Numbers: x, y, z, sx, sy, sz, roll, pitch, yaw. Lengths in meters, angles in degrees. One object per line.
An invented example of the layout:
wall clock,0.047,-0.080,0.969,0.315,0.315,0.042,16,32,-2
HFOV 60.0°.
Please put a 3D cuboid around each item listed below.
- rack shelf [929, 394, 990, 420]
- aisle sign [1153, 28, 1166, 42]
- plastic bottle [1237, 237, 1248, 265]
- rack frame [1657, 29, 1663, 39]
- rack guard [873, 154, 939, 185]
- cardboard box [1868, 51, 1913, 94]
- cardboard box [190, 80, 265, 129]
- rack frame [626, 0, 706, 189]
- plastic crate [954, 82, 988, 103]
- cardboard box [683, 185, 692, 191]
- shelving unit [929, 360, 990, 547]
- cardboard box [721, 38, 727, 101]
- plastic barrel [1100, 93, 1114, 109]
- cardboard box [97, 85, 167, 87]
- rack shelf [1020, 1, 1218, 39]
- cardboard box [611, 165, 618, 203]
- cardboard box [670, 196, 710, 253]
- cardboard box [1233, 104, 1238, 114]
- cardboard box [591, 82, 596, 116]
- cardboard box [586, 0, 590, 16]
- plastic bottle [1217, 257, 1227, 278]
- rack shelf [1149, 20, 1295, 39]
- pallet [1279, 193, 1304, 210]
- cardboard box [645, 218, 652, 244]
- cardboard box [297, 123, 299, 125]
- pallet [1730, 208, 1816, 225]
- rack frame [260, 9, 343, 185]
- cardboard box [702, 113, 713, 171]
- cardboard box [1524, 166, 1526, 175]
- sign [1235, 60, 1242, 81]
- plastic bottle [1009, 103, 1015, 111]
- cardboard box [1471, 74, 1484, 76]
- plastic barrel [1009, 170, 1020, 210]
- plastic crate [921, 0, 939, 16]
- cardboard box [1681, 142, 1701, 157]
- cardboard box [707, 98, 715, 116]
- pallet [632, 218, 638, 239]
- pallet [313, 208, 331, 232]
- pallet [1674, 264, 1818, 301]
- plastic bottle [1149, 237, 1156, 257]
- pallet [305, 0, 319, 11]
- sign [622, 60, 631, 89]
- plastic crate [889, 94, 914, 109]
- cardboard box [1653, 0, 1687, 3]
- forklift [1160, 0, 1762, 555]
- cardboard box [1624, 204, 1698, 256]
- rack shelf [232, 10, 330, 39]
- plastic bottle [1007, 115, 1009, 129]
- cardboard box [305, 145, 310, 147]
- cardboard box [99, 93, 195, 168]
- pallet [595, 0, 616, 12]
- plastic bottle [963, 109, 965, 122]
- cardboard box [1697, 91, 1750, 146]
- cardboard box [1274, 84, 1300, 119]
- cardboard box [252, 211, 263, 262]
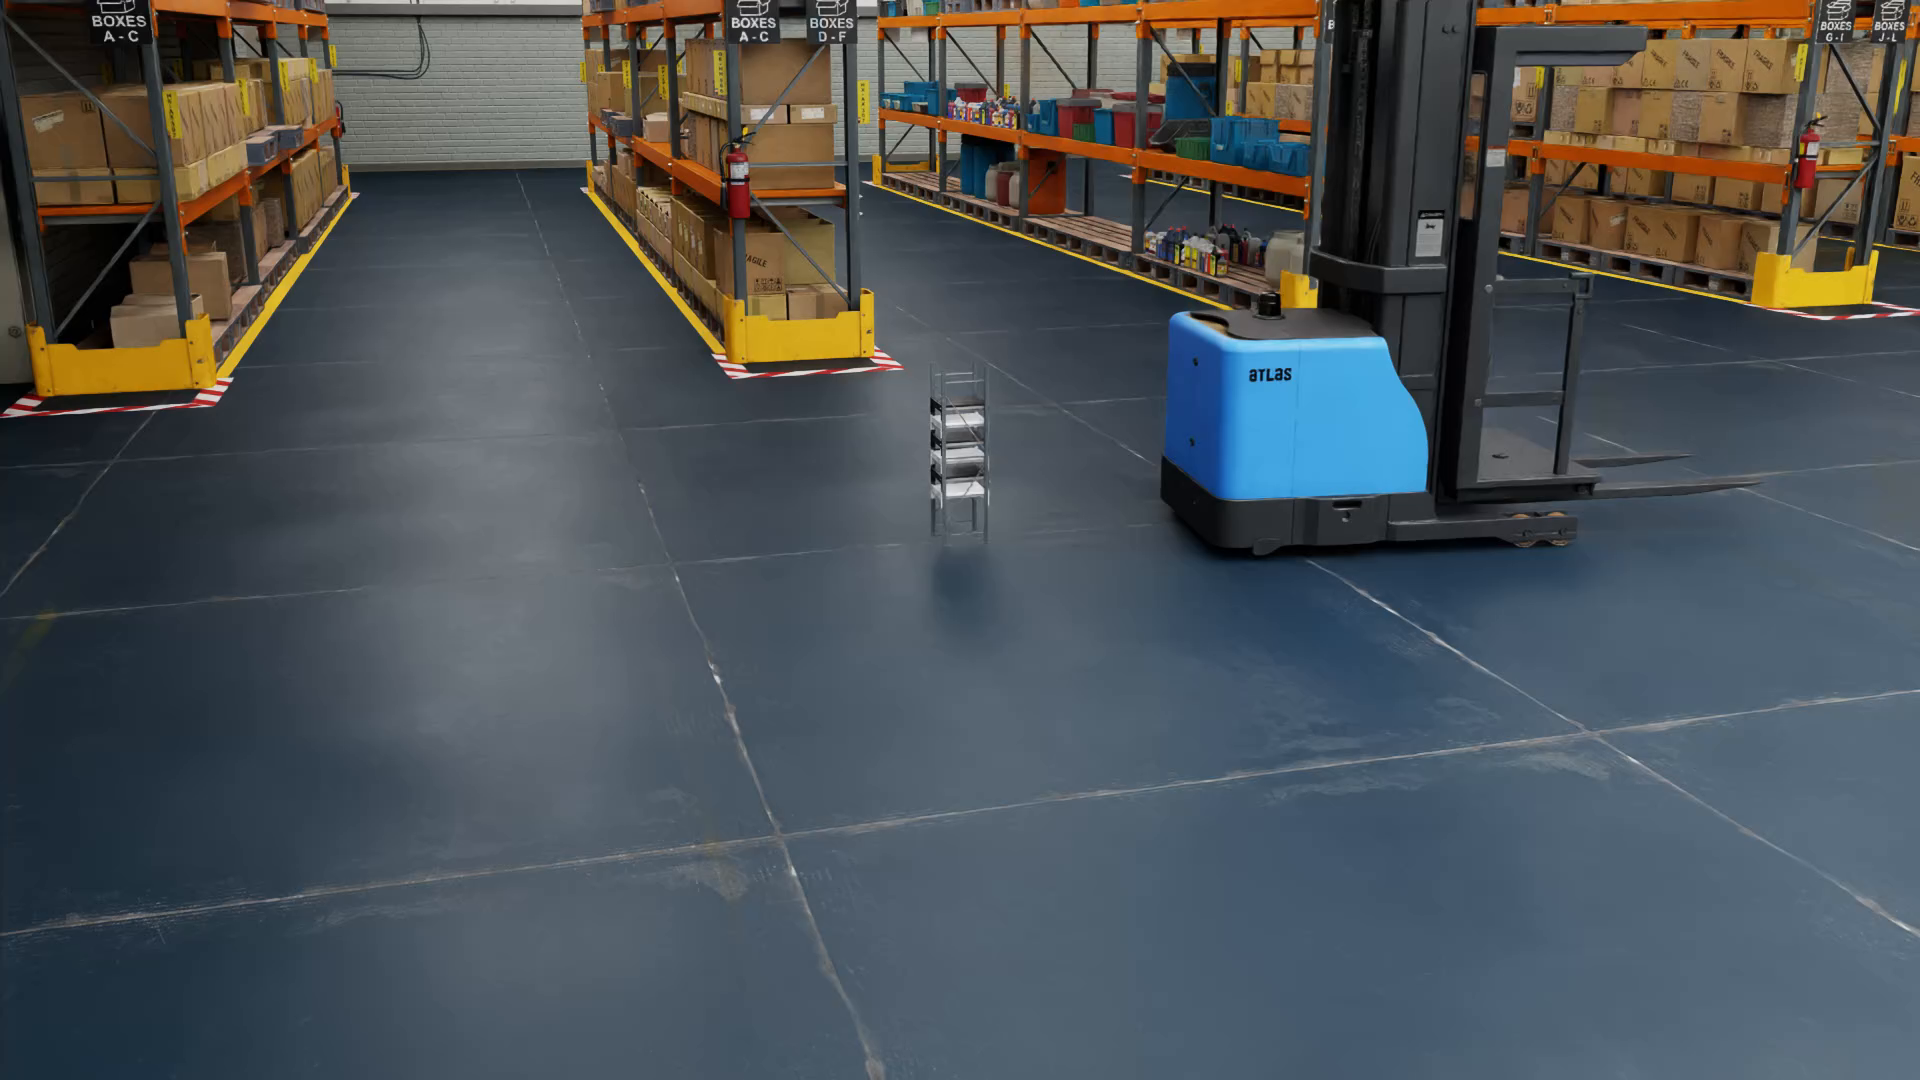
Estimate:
rack shelf,-0.002,-0.660,8.262,0.258,0.077,0.200,-5,17,-15
aisle sign,3.531,-9.368,29.906,0.394,0.787,0.004,-5,17,-15
plastic bottle,2.909,-2.974,17.096,0.061,0.283,0.133,-5,17,-15
rack frame,13.368,-8.910,32.901,1.000,3.000,0.127,-5,17,-15
rack guard,-0.942,-6.544,29.367,1.175,0.500,0.348,-5,17,-15
cardboard box,11.792,-5.835,20.752,0.700,0.500,0.500,-5,17,-16
cardboard box,-7.931,-4.716,17.999,0.700,0.500,0.500,-6,18,-20
rack frame,-3.488,-5.132,20.322,1.000,3.000,0.127,-5,17,-15
plastic crate,0.172,-6.955,26.176,0.402,0.464,0.583,-5,17,-15
cardboard box,-3.107,-4.159,20.159,0.500,0.311,0.500,-4,17,-14
shelving unit,-0.002,-0.433,8.330,0.258,0.900,0.210,-5,17,-15
cardboard box,-1.570,-3.878,13.719,0.700,0.500,0.500,-5,17,-17
plastic barrel,1.880,-5.192,20.327,0.421,0.512,0.421,0,17,0
cardboard box,-7.084,-3.640,14.277,0.500,0.500,0.500,-5,17,-16
rack shelf,1.825,-6.061,19.452,1.077,0.370,4.000,-5,17,-15
cardboard box,-4.689,-5.099,23.792,0.500,0.500,0.500,-6,18,-18
cardboard box,-2.562,-3.116,16.356,0.500,0.500,0.500,-5,17,-15
cardboard box,4.540,-6.958,26.840,0.380,0.149,0.250,-5,17,-15
cardboard box,-5.536,-6.967,26.260,0.500,0.500,0.500,-5,17,-15
cardboard box,-5.526,-8.270,25.815,0.500,0.250,0.500,-5,17,-15
plastic bottle,2.548,-2.653,16.170,0.097,0.201,0.097,0,17,0
rack shelf,4.389,-8.666,28.123,1.077,0.370,4.000,-5,17,-15
pallet,5.562,-5.139,25.194,1.003,0.211,1.213,-5,17,-15
cardboard box,-3.339,-3.566,19.158,0.500,0.250,0.500,-5,17,-17
cardboard box,-8.677,-5.309,21.313,0.380,0.149,0.250,-5,17,-17
pallet,11.311,-4.382,22.672,1.003,0.211,1.213,-5,17,-15
rack frame,-10.448,-6.952,26.381,1.000,3.000,0.127,-5,17,-15
cardboard box,-1.975,-3.666,15.270,0.700,0.500,0.500,-4,17,-14
cardboard box,9.944,-6.346,28.591,0.380,0.149,0.250,-5,18,-18
sign,4.406,-7.428,26.326,0.100,0.325,0.005,-5,17,-15
plastic bottle,0.757,-6.191,24.071,0.097,0.271,0.097,0,17,0
cardboard box,6.474,-5.870,21.876,0.700,0.500,0.500,-2,17,-7
plastic barrel,0.884,-4.815,22.862,0.421,0.512,0.421,0,17,0
plastic crate,-0.381,-8.212,25.652,0.416,0.233,0.300,-5,17,-15
cardboard box,7.600,-3.988,16.950,0.380,0.149,0.250,-5,17,-15
cardboard box,-2.006,-3.797,14.577,0.380,0.149,0.250,-5,17,-16
pallet,-3.657,-4.006,21.420,1.003,0.211,1.213,-5,17,-15
pallet,-9.065,-4.302,22.408,1.003,0.211,1.213,-5,17,-15
pallet,8.026,-2.614,16.787,1.003,0.211,1.213,-5,17,-15
plastic bottle,2.069,-3.135,17.776,0.097,0.201,0.097,0,17,0
pallet,-9.896,-7.804,24.157,1.003,0.211,1.213,-5,17,-15
sign,-4.007,-5.603,20.015,0.100,0.325,0.005,-5,17,-15
plastic crate,-0.991,-7.407,28.084,0.416,0.233,0.300,-5,17,-15
cardboard box,7.444,-5.598,16.921,0.500,0.250,0.500,-5,17,-16
forklift,2.645,-1.512,8.392,3.031,2.935,1.130,-3,17,-9
cardboard box,7.620,-3.374,18.086,0.500,0.500,0.500,-6,18,-20
rack shelf,-9.899,-7.491,24.212,1.077,0.370,4.000,-5,17,-15
plastic bottle,0.677,-5.602,22.234,0.097,0.201,0.097,0,17,0
cardboard box,-10.387,-6.100,26.031,0.380,0.149,0.250,-5,17,-15
cardboard box,-5.894,-2.979,12.077,0.500,0.500,0.500,-5,17,-15
pallet,-4.187,-7.112,22.027,1.213,0.211,1.003,-5,17,-15
plastic bottle,0.097,-6.186,24.177,0.097,0.201,0.097,0,17,0
cardboard box,7.859,-4.174,16.444,0.875,0.500,0.500,-5,17,-15
cardboard box,5.101,-6.644,25.182,0.500,0.500,0.500,-5,17,-17
cardboard box,-7.660,-3.132,17.244,0.700,0.500,0.500,-4,17,-15
